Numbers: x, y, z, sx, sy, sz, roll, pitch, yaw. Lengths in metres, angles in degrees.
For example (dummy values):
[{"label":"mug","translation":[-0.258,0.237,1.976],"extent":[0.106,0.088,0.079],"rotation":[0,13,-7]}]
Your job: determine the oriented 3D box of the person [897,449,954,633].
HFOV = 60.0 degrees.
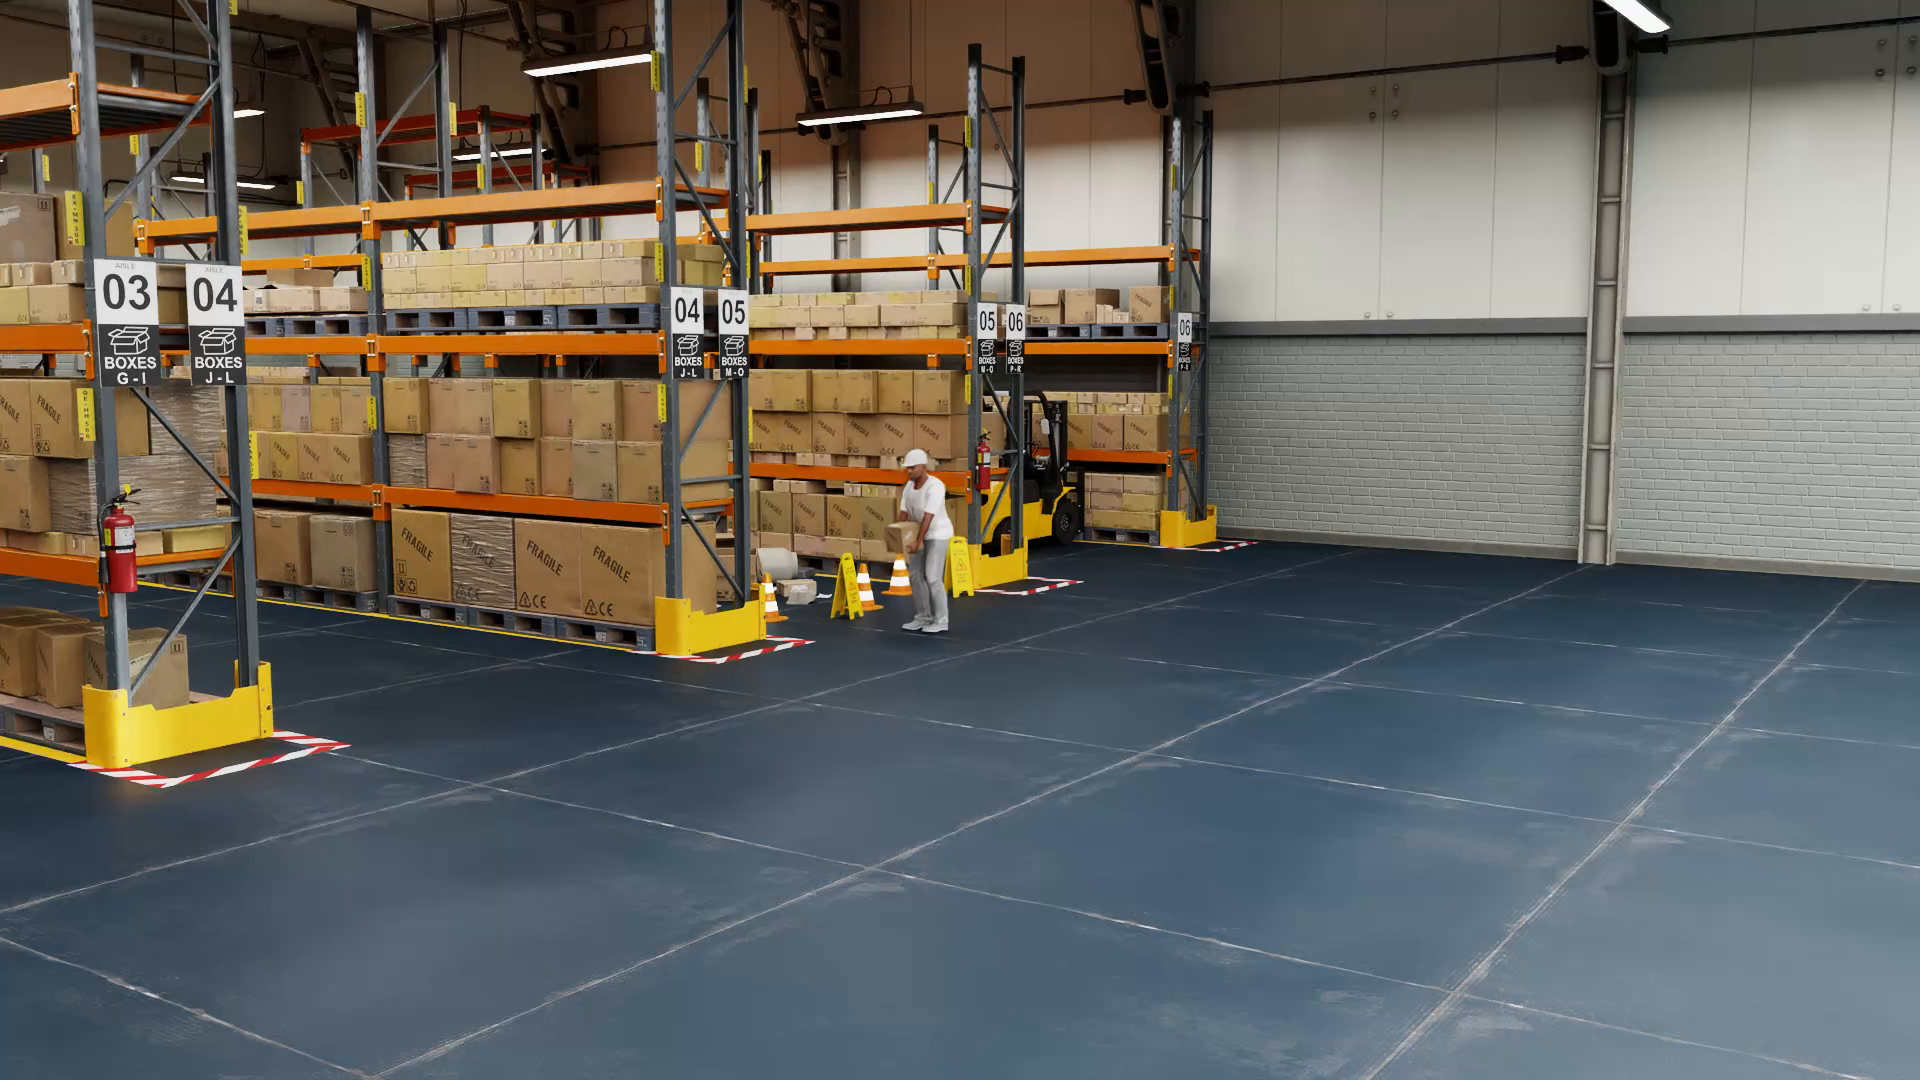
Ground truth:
[{"label":"person","translation":[-0.365,0.007,15.758],"extent":[0.609,1.733,0.501],"rotation":[-5,8,-39]}]
